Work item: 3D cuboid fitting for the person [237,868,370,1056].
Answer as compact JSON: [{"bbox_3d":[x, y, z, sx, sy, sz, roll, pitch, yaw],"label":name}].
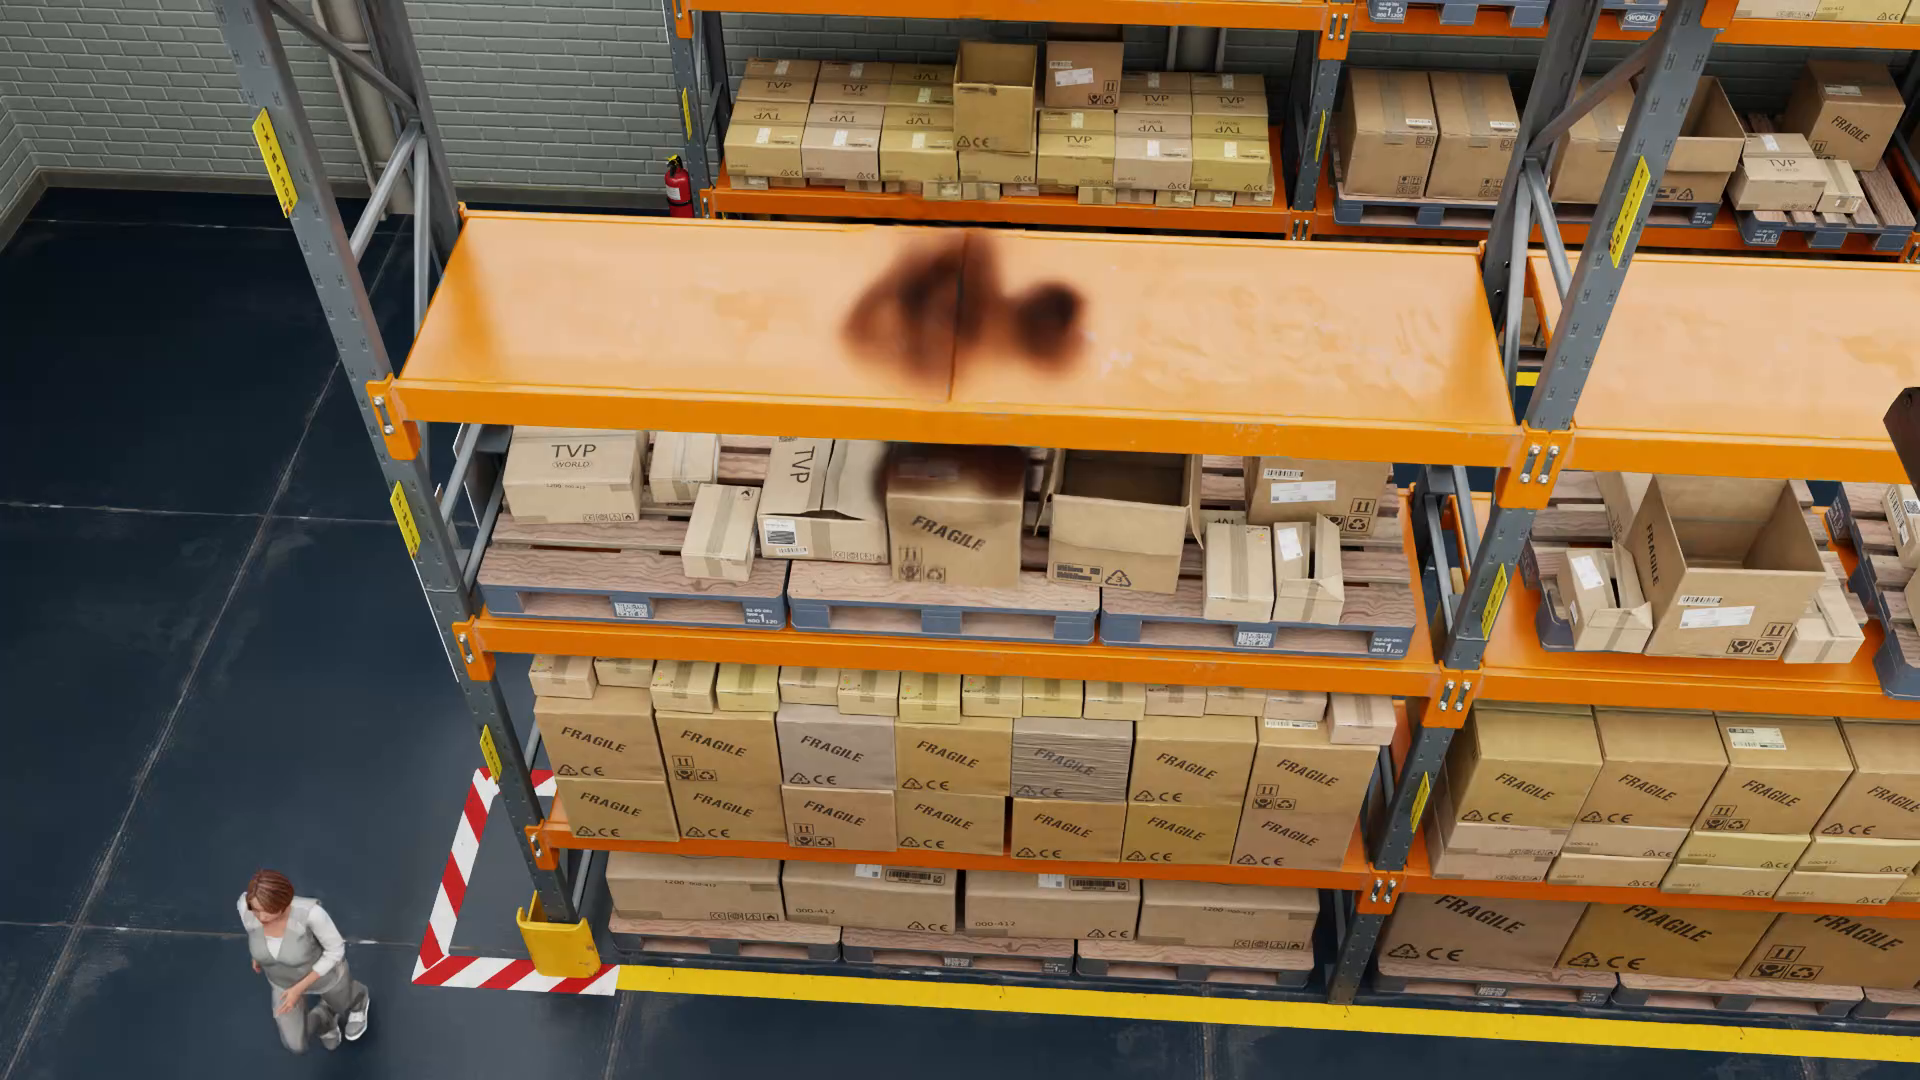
[{"bbox_3d":[-3.081,2.043,7.807,0.508,1.558,0.627,-3,48,-3],"label":"person"}]
